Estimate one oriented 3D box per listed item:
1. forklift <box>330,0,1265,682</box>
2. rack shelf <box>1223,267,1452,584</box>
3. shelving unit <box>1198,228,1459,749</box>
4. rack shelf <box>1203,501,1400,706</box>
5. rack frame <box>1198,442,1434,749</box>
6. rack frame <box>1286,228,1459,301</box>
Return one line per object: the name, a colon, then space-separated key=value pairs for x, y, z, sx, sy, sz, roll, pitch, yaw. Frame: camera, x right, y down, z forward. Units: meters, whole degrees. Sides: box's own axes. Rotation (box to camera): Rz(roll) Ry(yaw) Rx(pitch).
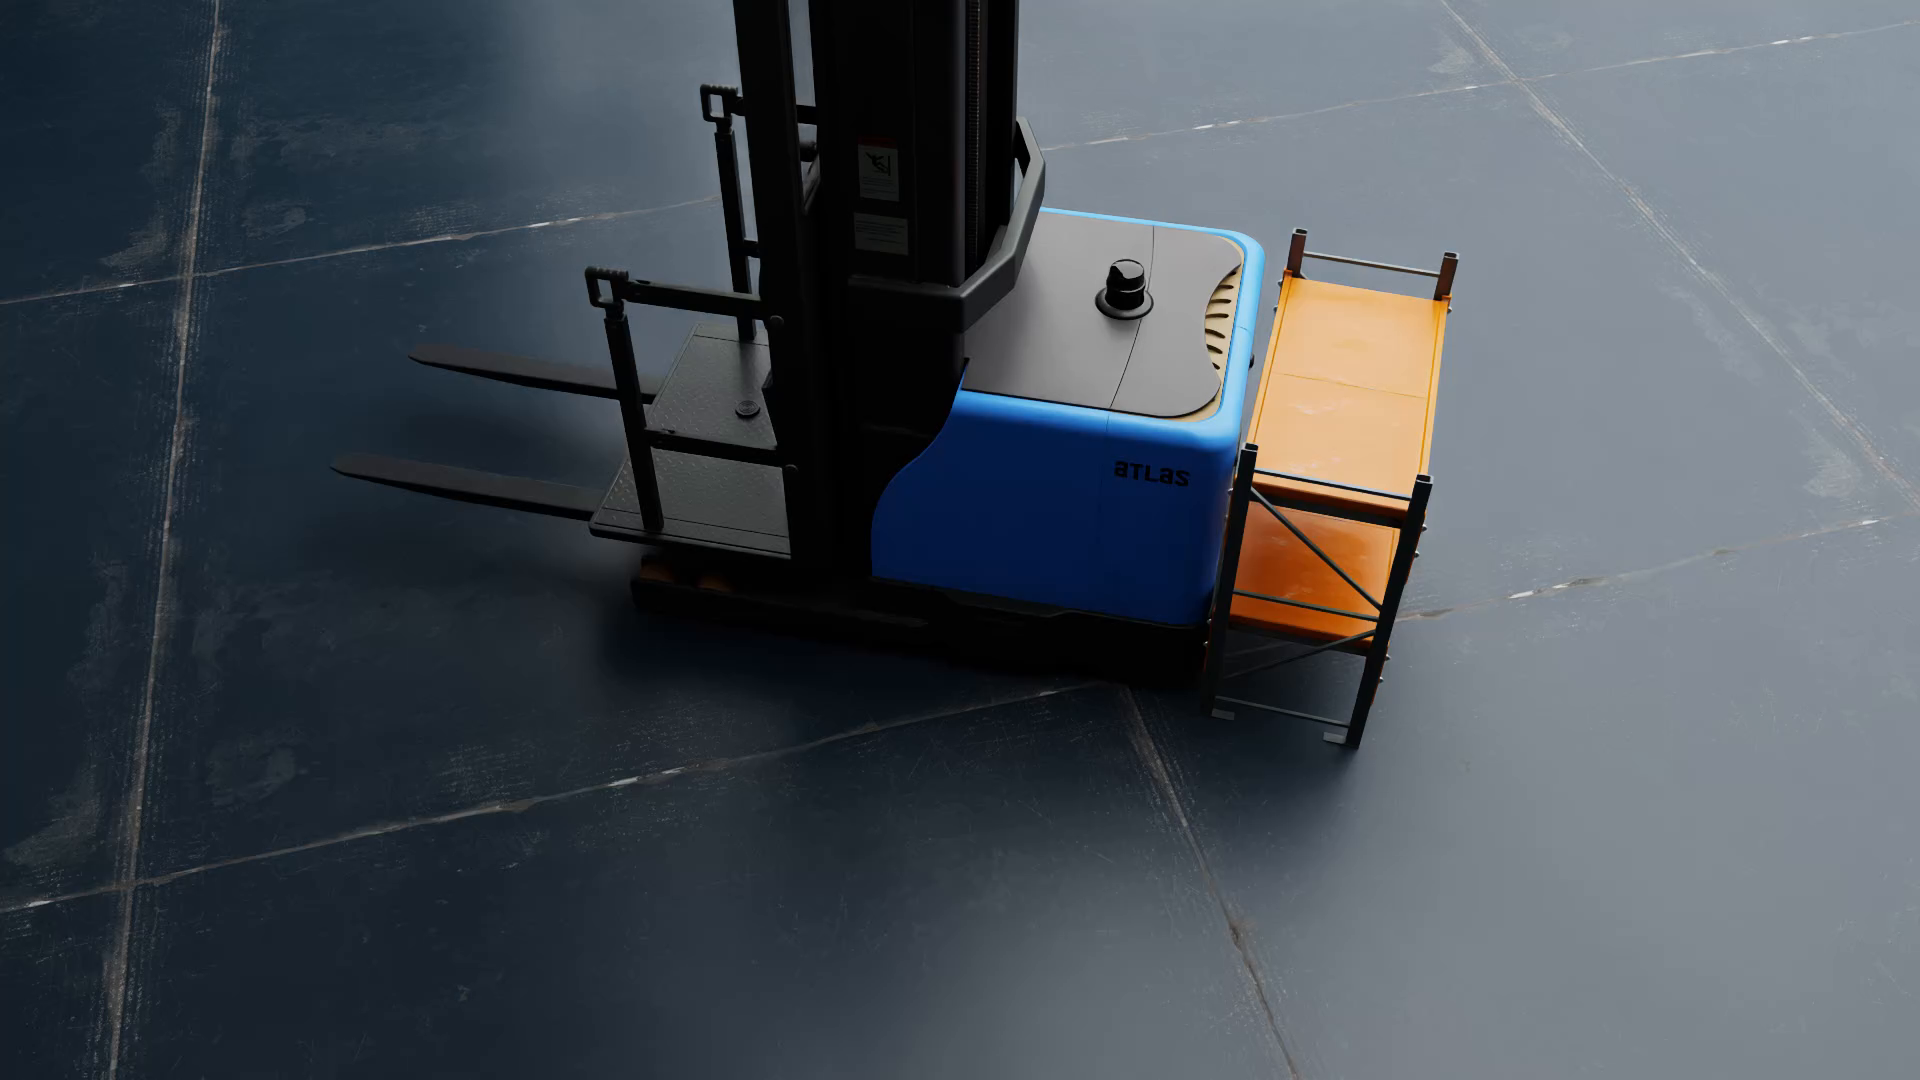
forklift: x=-0.608 y=-1.121 z=4.797 sx=3.031 sy=2.935 sz=1.130 roll=9 pitch=46 yaw=9
rack shelf: x=1.128 y=-0.365 z=4.910 sx=0.538 sy=0.278 sz=1.000 roll=11 pitch=47 yaw=11
shelving unit: x=1.128 y=-0.160 z=5.119 sx=0.538 sy=1.125 sz=1.048 roll=11 pitch=47 yaw=11
rack shelf: x=1.128 y=0.011 z=5.294 sx=0.538 sy=0.278 sz=1.000 roll=11 pitch=47 yaw=11
rack frame: x=0.991 y=0.190 z=4.776 sx=0.500 sy=1.125 sz=0.032 roll=11 pitch=47 yaw=11
rack frame: x=1.264 y=-0.510 z=5.462 sx=0.500 sy=1.125 sz=0.032 roll=11 pitch=47 yaw=11
